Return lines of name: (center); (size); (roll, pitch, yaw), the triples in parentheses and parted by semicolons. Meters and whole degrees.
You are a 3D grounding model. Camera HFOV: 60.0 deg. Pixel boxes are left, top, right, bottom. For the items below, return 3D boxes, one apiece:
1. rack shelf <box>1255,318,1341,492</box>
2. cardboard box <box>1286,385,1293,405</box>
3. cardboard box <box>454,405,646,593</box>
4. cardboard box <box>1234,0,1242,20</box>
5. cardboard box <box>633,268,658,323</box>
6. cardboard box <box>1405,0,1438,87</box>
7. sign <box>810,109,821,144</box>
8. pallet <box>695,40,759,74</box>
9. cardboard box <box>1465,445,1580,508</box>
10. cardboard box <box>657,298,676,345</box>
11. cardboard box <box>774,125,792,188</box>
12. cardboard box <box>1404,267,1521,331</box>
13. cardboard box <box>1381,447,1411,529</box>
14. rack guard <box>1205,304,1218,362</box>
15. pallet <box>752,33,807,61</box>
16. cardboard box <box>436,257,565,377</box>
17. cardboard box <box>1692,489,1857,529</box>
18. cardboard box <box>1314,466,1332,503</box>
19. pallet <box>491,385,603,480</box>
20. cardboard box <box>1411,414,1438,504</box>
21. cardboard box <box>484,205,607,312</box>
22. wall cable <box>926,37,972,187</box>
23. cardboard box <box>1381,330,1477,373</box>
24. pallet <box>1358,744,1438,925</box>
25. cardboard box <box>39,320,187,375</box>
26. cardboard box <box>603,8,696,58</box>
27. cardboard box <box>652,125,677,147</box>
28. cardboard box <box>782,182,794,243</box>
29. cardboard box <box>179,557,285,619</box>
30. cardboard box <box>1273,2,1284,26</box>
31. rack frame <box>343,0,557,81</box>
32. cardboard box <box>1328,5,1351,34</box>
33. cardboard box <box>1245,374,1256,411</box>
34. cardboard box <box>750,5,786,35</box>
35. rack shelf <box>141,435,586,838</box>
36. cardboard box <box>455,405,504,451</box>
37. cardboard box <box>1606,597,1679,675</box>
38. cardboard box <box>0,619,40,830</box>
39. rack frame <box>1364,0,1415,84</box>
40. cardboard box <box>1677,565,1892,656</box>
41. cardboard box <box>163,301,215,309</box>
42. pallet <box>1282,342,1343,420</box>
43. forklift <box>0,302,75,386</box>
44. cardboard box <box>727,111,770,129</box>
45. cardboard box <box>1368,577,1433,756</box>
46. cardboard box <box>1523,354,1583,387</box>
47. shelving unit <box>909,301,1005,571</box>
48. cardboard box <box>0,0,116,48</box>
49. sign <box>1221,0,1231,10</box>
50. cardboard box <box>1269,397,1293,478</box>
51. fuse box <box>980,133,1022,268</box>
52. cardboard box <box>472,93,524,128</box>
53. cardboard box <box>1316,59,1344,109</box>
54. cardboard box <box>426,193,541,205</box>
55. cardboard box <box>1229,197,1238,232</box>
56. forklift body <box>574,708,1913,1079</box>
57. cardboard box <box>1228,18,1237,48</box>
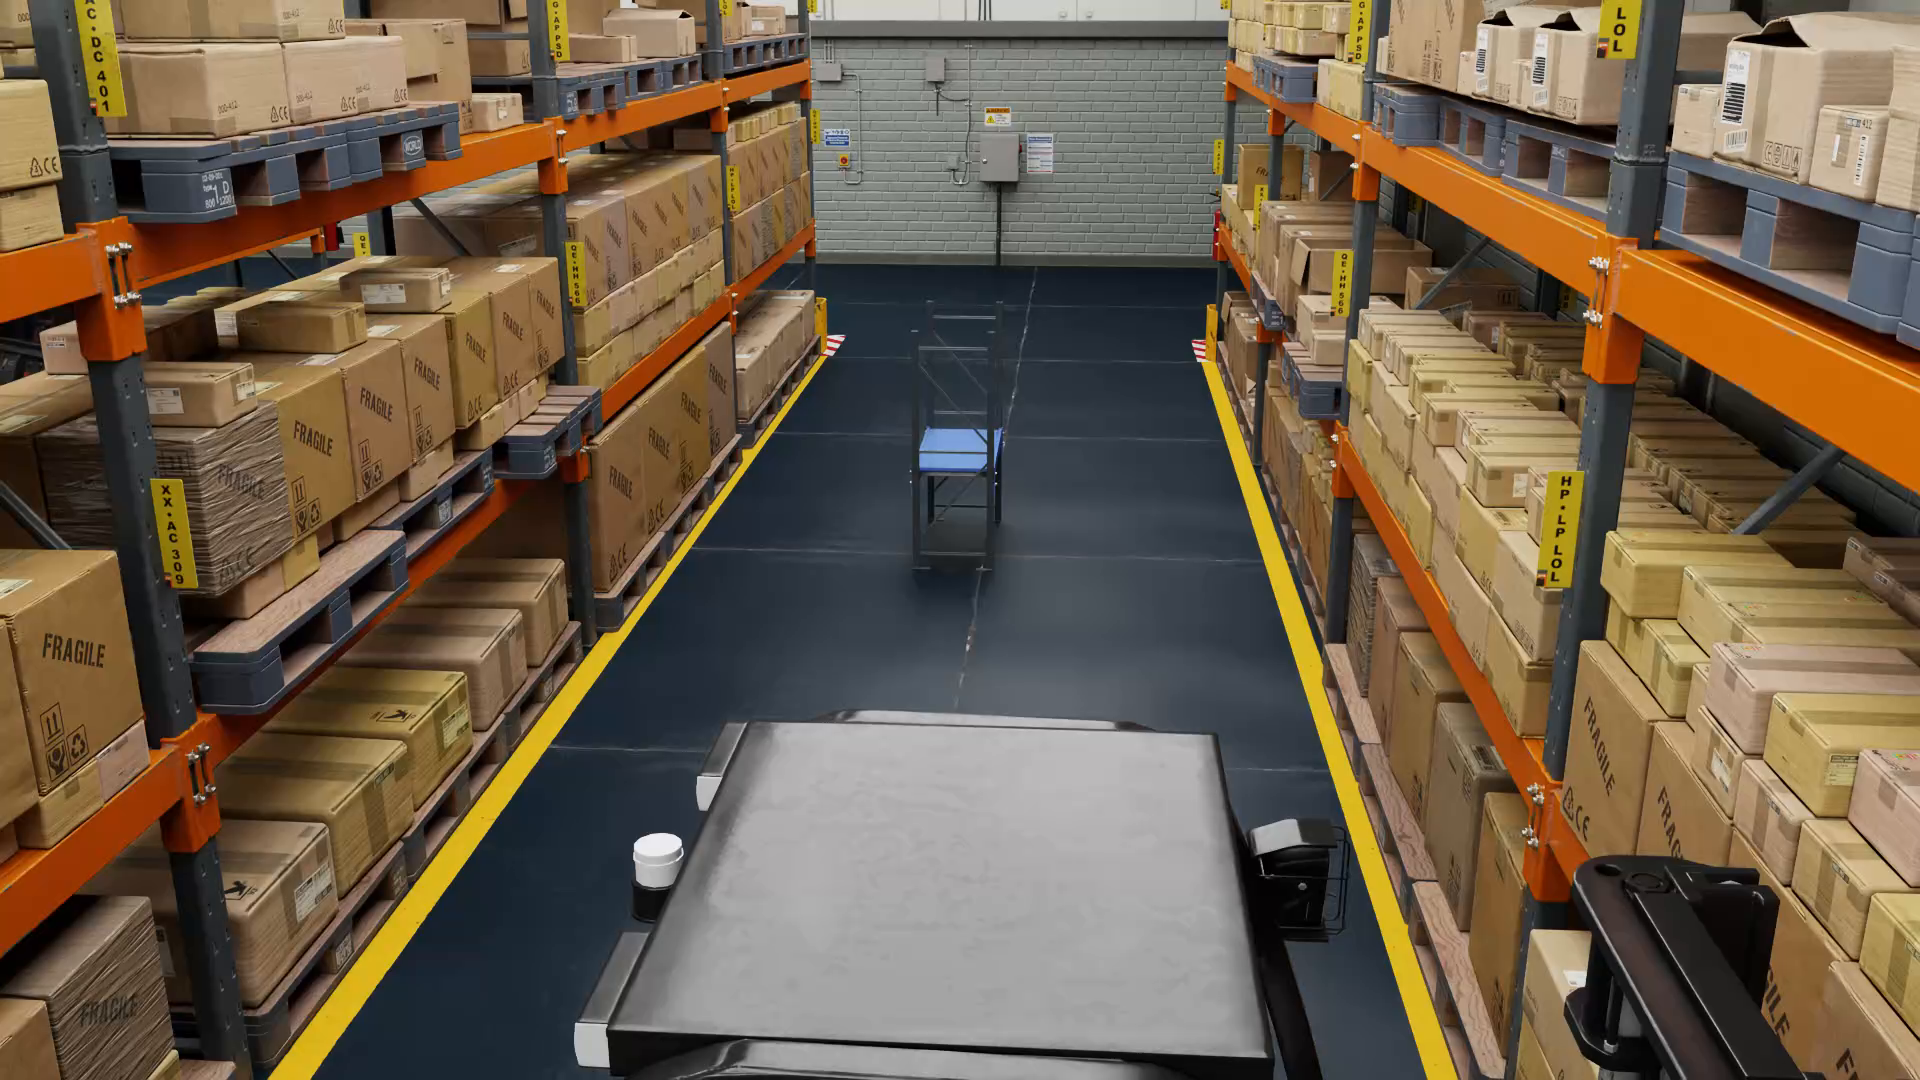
rack shelf: (2.583, -1.028, 10.397); (1.077, 0.370, 4.000); (1, 18, 4)
cardboard box: (2.486, -1.037, 11.570); (0.380, 0.149, 0.250); (0, 18, 1)
cardboard box: (-2.379, -0.260, 9.638); (0.875, 0.875, 0.875); (1, 18, 3)
cardboard box: (2.676, -4.676, 14.520); (0.500, 0.250, 0.500); (1, 18, 4)
cardboard box: (-2.142, -1.491, 10.094); (0.500, 0.250, 0.500); (1, 18, 4)
cardboard box: (2.208, -2.090, 6.671); (0.700, 0.500, 0.500); (1, 18, 3)
sign: (-1.398, -3.989, 16.039); (0.100, 0.325, 0.005); (1, 18, 4)
pallet: (-2.155, -3.737, 12.837); (1.003, 0.211, 1.213); (1, 18, 4)
cardboard box: (1.913, -0.213, 5.553); (0.380, 0.149, 0.250); (1, 18, 2)
cardboard box: (-2.131, -1.409, 10.647); (0.500, 0.250, 0.500); (1, 18, 4)
cardboard box: (-1.782, -3.394, 14.696); (0.500, 0.500, 0.500); (1, 18, 4)
cardboard box: (2.633, -1.152, 8.786); (0.500, 0.500, 0.500); (2, 18, 7)
cardboard box: (2.093, -0.228, 7.044); (0.500, 0.250, 0.500); (1, 18, 2)
rack guard: (3.008, -2.021, 16.289); (1.175, 0.500, 0.348); (1, 18, 4)
pallet: (-1.981, -4.495, 15.149); (1.003, 0.211, 1.213); (1, 18, 4)
cardboard box: (-2.267, -1.099, 8.147); (0.500, 0.500, 0.500); (1, 18, 2)
cardboard box: (2.464, -0.048, 5.051); (0.380, 0.149, 0.250); (1, 18, 2)
cardboard box: (2.211, -0.313, 9.358); (0.380, 0.149, 0.250); (0, 18, 1)
pallet: (-2.456, -0.543, 8.071); (1.213, 0.211, 1.003); (1, 18, 4)
cardboard box: (2.060, -0.305, 6.476); (0.500, 0.250, 0.500); (2, 18, 5)
cardboard box: (-2.232, -1.528, 9.003); (0.500, 0.500, 0.500); (1, 18, 2)
wall cable: (-0.141, -5.549, 21.409); (0.588, 1.984, 0.122); (1, 18, 4)
cardboard box: (2.112, -0.848, 7.492); (0.380, 0.149, 0.250); (2, 18, 5)
pallet: (2.252, 1.210, 6.893); (1.003, 0.211, 1.213); (1, 18, 4)
cardboard box: (-2.954, -0.675, 5.811); (0.380, 0.149, 0.250); (1, 18, 2)
cardboard box: (-2.078, -3.404, 11.147); (0.500, 0.311, 0.500); (1, 18, 4)
cardboard box: (-2.393, -3.113, 12.799); (0.380, 0.149, 0.250); (2, 18, 5)
cardboard box: (-1.787, -2.919, 14.853); (0.500, 0.500, 0.500); (2, 18, 6)
cardboard box: (-2.443, 0.140, 5.409); (0.380, 0.149, 0.250); (2, 18, 5)
cardboard box: (2.259, -3.440, 10.877); (0.380, 0.149, 0.250); (1, 18, 3)
rack frame: (-2.511, -3.709, 7.790); (1.000, 3.000, 0.127); (1, 18, 4)
cardboard box: (2.247, -2.871, 9.174); (0.380, 0.149, 0.250); (1, 18, 3)
cardboard box: (2.499, -1.181, 13.427); (0.396, 0.266, 0.258); (2, 18, 6)
cardboard box: (-1.880, -4.802, 15.349); (0.500, 0.250, 0.500); (0, 18, -1)
rack shelf: (-2.655, 0.105, 6.940); (1.077, 0.370, 4.000); (1, 18, 4)
cardboard box: (-2.252, -0.503, 7.370); (0.380, 0.149, 0.250); (2, 18, 5)
cardboard box: (1.868, 0.231, 4.197); (0.380, 0.149, 0.250); (1, 18, 3)
cardboard box: (-2.612, 0.499, 3.944); (0.500, 0.500, 0.500); (2, 18, 6)
rack frame: (2.440, -3.599, 7.455); (1.000, 3.000, 0.127); (1, 18, 4)
cardboard box: (1.923, 0.173, 3.898); (0.380, 0.149, 0.250); (2, 18, 5)
cardboard box: (-7.240, -2.151, 15.620); (0.380, 0.149, 0.250); (0, 18, 1)
pallet: (2.418, -0.869, 9.066); (1.213, 0.211, 1.003); (1, 18, 4)
forklift: (-5.263, -0.859, 8.836); (1.130, 2.935, 3.031); (11, 21, 30)
cardboard box: (-1.838, -3.579, 14.220); (0.380, 0.149, 0.250); (2, 18, 6)
cardboard box: (2.342, 0.577, 7.483); (0.875, 0.625, 0.625); (2, 18, 6)
cardboard box: (2.587, -0.678, 6.974); (0.380, 0.149, 0.250); (1, 18, 4)
shelving unit: (-0.006, -0.686, 10.609); (0.538, 1.500, 1.048); (1, 18, 4)
cardboard box: (-2.884, -1.590, 4.904); (0.500, 0.250, 0.500); (2, 18, 5)
sign: (2.472, -5.086, 15.406); (0.100, 0.325, 0.005); (1, 18, 4)
cardboard box: (2.439, -0.691, 11.556); (0.500, 0.500, 0.500); (1, 18, 3)
fuse box: (0.528, -4.390, 21.572); (0.539, 1.711, 0.414); (1, 18, 4)
cardboard box: (-2.324, -2.061, 7.983); (0.380, 0.149, 0.250); (1, 18, 4)
cardboard box: (2.305, -2.579, 9.399); (0.500, 0.250, 0.500); (1, 18, 4)
cardboard box: (-2.707, -1.706, 9.547); (0.500, 0.500, 0.500); (2, 18, 5)
cardboard box: (2.643, -2.854, 14.579); (0.500, 0.250, 0.500); (1, 18, 3)
forklift body: (0.183, 1.510, 2.860); (2.313, 2.155, 1.214); (1, 18, 4)
cardboard box: (2.709, -4.597, 15.080); (0.500, 0.250, 0.500); (1, 18, 3)
